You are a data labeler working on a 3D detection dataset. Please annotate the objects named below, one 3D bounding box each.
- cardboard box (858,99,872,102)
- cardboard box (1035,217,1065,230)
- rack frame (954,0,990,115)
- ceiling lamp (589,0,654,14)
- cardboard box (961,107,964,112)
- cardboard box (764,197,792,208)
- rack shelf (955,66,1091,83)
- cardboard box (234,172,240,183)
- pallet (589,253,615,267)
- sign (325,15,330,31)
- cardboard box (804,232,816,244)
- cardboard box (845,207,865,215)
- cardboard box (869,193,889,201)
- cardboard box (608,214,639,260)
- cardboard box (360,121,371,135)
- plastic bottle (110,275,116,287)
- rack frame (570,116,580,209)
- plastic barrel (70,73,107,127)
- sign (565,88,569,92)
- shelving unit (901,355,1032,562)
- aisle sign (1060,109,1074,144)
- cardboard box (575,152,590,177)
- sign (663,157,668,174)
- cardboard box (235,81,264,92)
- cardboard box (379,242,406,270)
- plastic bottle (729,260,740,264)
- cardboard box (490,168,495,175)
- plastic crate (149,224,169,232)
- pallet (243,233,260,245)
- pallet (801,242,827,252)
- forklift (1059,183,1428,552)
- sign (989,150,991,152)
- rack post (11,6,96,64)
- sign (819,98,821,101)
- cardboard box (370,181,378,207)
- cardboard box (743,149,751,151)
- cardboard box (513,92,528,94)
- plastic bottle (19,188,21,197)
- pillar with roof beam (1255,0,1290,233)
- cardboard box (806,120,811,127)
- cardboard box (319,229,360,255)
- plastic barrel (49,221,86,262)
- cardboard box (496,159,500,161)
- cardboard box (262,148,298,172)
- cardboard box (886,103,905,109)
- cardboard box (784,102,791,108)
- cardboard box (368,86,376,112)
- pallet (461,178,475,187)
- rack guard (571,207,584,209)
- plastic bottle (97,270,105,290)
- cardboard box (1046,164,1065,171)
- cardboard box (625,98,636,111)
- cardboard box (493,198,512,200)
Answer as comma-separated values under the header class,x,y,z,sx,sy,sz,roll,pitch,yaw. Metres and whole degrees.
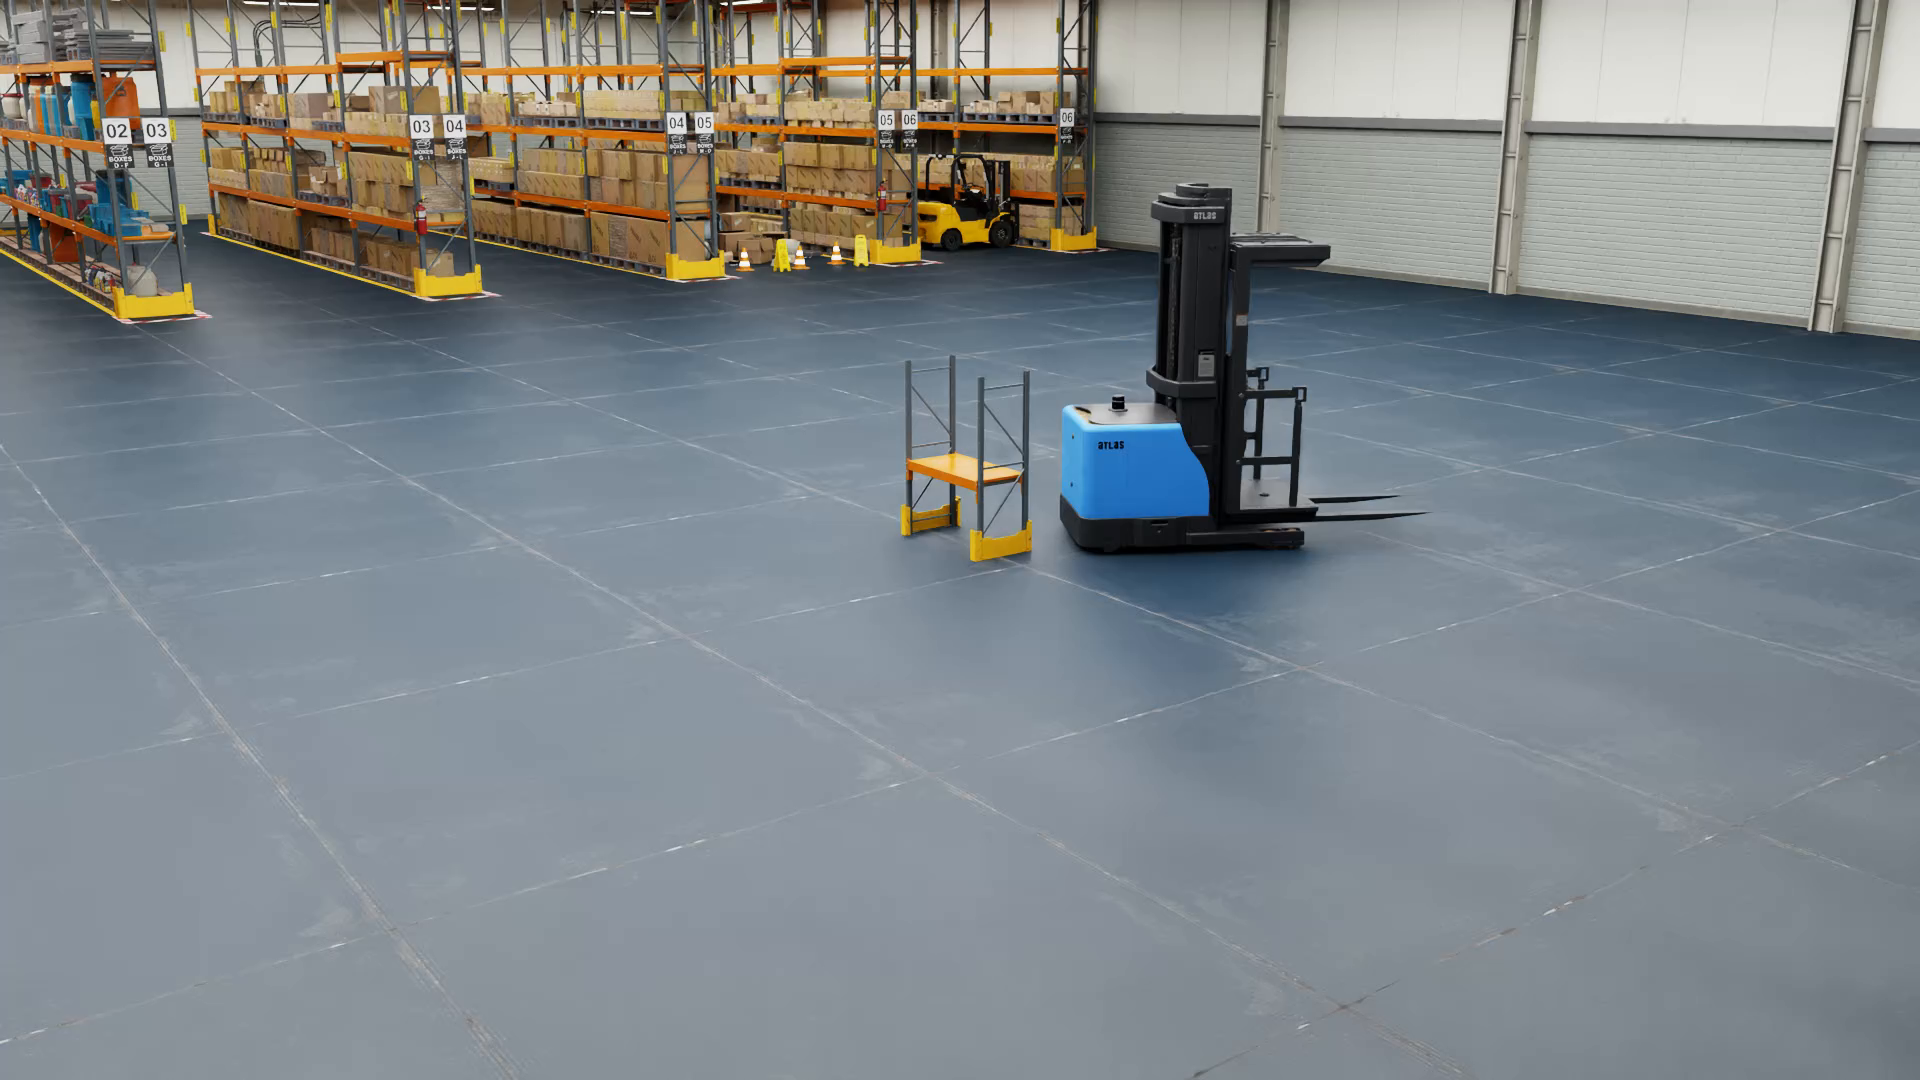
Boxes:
class,x,y,z,sx,sy,sz,roll,pitch,yaw
cardboard box,-2.493,-11.727,44.525,0.380,0.149,0.250,-10,18,-33
cardboard box,2.113,-7.454,39.095,0.500,0.250,0.500,-11,19,-35
rack frame,0.301,-12.029,40.980,1.000,3.000,0.127,-11,19,-35
ceiling lamp,-10.214,-17.618,50.342,2.000,3.185,0.800,-11,19,-35
cardboard box,-0.040,-10.923,42.114,0.380,0.149,0.250,-11,19,-35
cardboard box,-5.391,-10.139,49.379,0.700,0.500,0.500,-12,19,-37
rack shelf,1.476,-11.062,39.567,1.077,0.370,4.000,-11,19,-35
cardboard box,-17.210,-8.769,40.154,0.500,0.250,0.500,-10,18,-33
pallet,-7.273,-6.055,35.798,1.003,0.211,1.213,-11,19,-35
sign,-13.647,-11.149,35.844,0.100,0.325,0.005,-11,19,-35
cardboard box,-3.261,-6.960,38.238,0.500,0.250,0.500,-10,18,-31
cardboard box,-2.313,-7.259,36.681,0.380,0.149,0.250,-10,18,-33
cardboard box,-1.753,-7.435,36.037,0.380,0.149,0.250,-10,18,-33
cardboard box,-6.811,-6.415,35.061,0.875,0.875,0.875,-11,19,-34
cardboard box,-11.072,-7.845,31.657,0.500,0.250,0.500,-12,19,-37
plastic bottle,-14.858,-4.504,29.162,0.061,0.283,0.133,-11,19,-35
rack frame,-10.768,-10.927,48.316,1.000,3.000,0.127,-11,19,-35
plastic barrel,-15.236,-7.719,29.170,0.600,0.901,0.708,-11,19,-35
sign,-11.220,-12.748,47.484,0.100,0.325,0.005,-11,19,-35
shelving unit,0.045,-0.707,13.819,0.587,1.500,1.083,-11,19,-35
aisle sign,2.453,-9.475,38.090,0.394,0.787,0.004,-11,19,-35
cardboard box,-7.954,-8.210,36.306,0.700,0.500,0.500,-11,19,-35
sign,-5.752,-7.312,32.466,0.100,0.325,0.005,-11,19,-35
cardboard box,-16.980,-10.843,39.736,0.500,0.250,0.500,-12,20,-38
cardboard box,-11.183,-5.610,32.831,0.500,0.500,0.500,-5,16,-17
plastic bottle,-4.878,-5.983,35.821,0.283,0.061,0.133,10,18,33
cardboard box,-10.983,-8.801,39.665,0.380,0.149,0.250,-10,18,-33
plastic crate,-13.649,-5.317,28.319,0.298,0.136,0.250,-11,19,-35
pallet,-16.816,-7.364,40.581,1.003,0.211,1.213,-11,19,-35
pallet,-3.289,-6.881,38.818,1.003,0.211,1.213,-11,19,-35
forklift,2.423,-1.467,13.883,3.031,2.935,1.130,-2,15,-7
sign,0.749,-9.678,41.963,0.100,0.325,0.005,-11,19,-35
rack post,-16.962,-9.454,31.194,1.013,1.000,3.121,-11,19,-35
sign,-3.278,-10.146,38.803,0.100,0.325,0.005,-11,19,-35
cardboard box,-10.873,-6.709,32.152,0.875,0.500,0.500,-11,19,-35
cardboard box,-5.259,-9.450,41.372,0.500,0.500,0.500,-11,19,-35
cardboard box,-10.509,-10.580,39.729,0.396,0.266,0.258,-11,19,-35
plastic bottle,-20.213,-7.438,35.814,0.097,0.271,0.097,0,15,0
pillar with roof beam,3.018,-9.514,31.791,9.100,9.000,0.400,-11,19,-35
cardboard box,-3.269,-9.425,37.624,0.380,0.149,0.250,-10,18,-33
cardboard box,-13.334,-6.430,35.789,0.700,0.500,0.500,-13,20,-39
plastic barrel,-18.388,-6.169,34.248,0.600,0.830,0.708,-11,19,-35
cardboard box,-11.201,-9.317,40.988,0.380,0.149,0.250,-12,19,-37
cardboard box,-15.656,-8.783,38.394,0.797,0.503,0.637,-11,19,-34
cardboard box,-1.404,-9.328,35.758,0.380,0.149,0.250,-11,19,-35
cardboard box,-3.791,-9.956,38.055,0.380,0.149,0.250,-11,19,-36
cardboard box,-11.257,-8.649,32.613,0.500,0.500,0.500,-12,19,-36
pallet,-12.029,-9.004,41.656,1.003,0.211,1.213,-11,19,-35
rack guard,-10.782,-9.726,48.665,1.175,0.500,0.348,-11,19,-35
plastic bottle,-15.125,-4.584,29.327,0.144,0.351,0.185,-10,18,-32
cardboard box,2.222,-8.673,38.664,0.380,0.149,0.250,-11,19,-34
cardboard box,-6.407,-8.764,33.469,0.500,0.250,0.500,-11,19,-35
cardboard box,-11.427,-8.409,41.638,0.500,0.250,0.500,-10,18,-32
